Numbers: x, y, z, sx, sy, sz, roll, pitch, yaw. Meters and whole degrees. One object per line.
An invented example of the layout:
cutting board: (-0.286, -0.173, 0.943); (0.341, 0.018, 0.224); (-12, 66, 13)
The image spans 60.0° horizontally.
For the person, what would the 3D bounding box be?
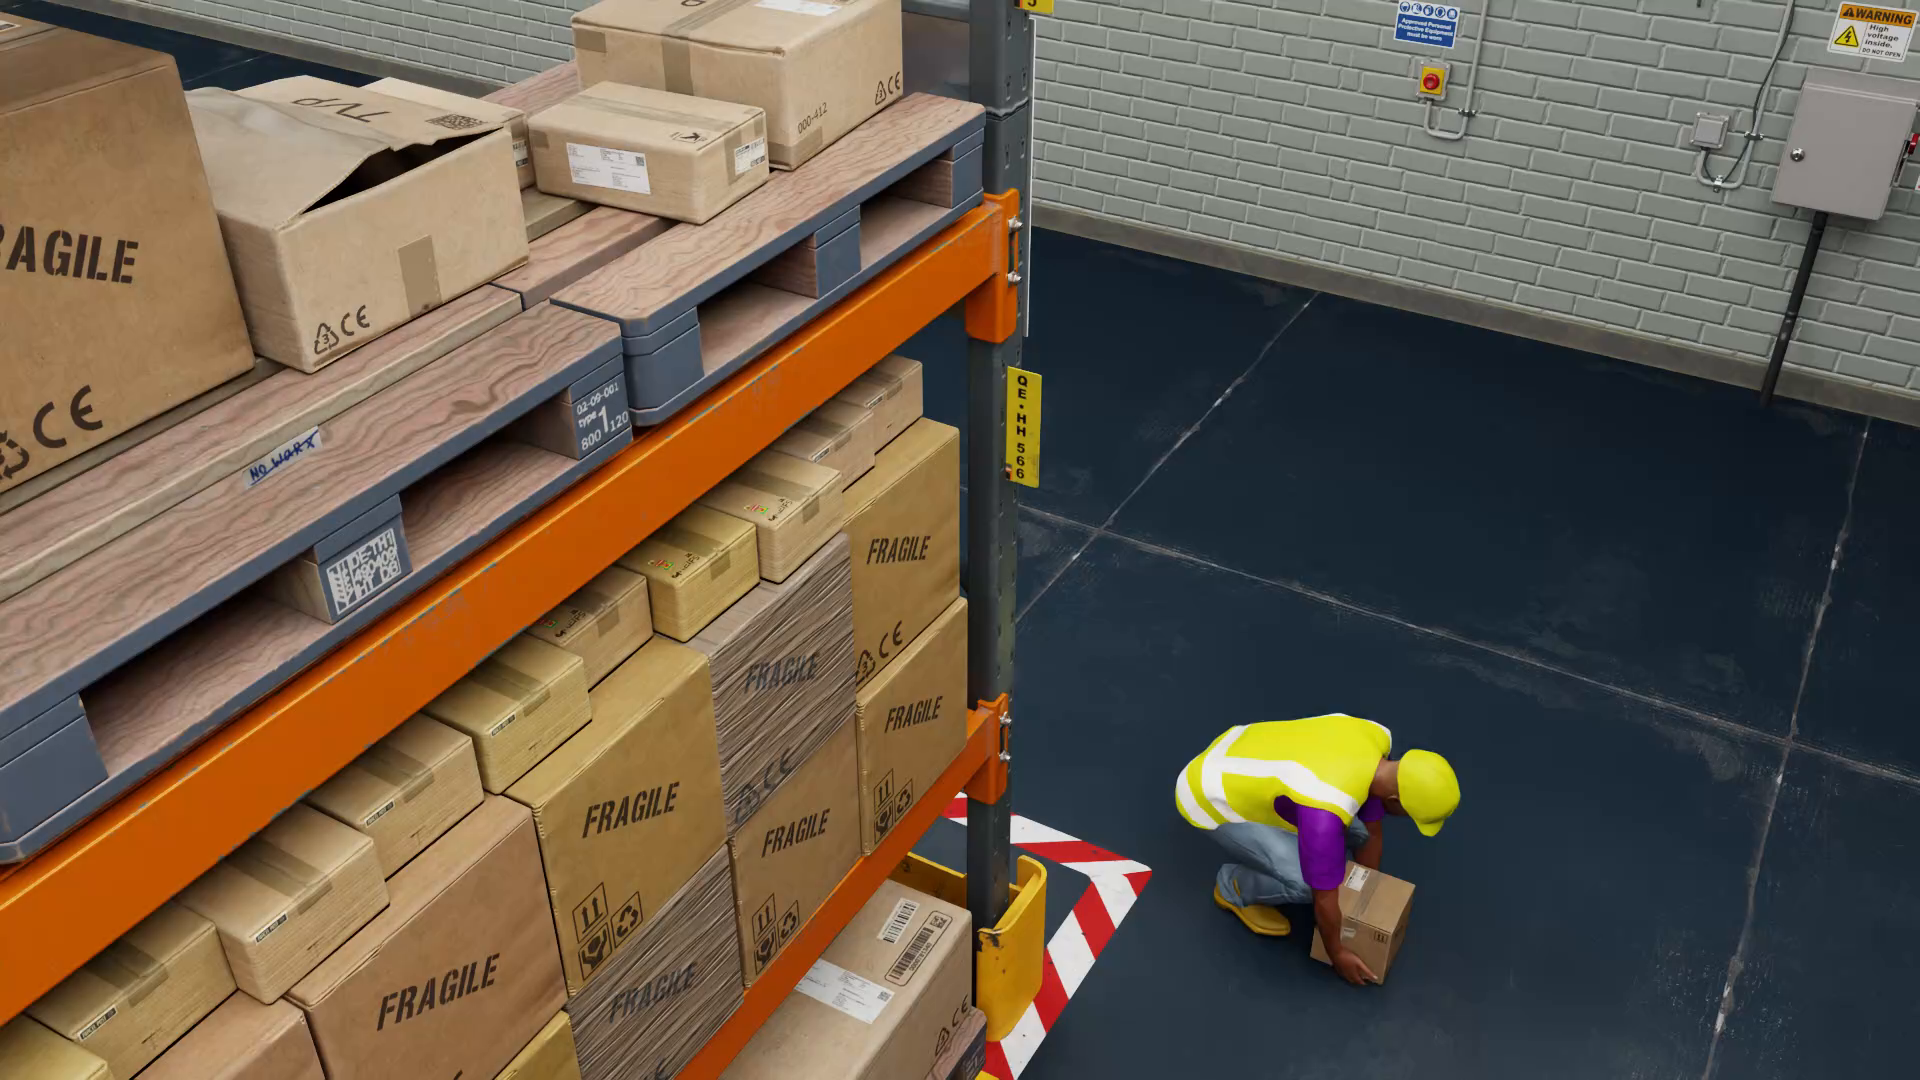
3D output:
person: (1.067, 0.498, 5.380); (0.509, 1.768, 0.562); (26, 42, 33)
